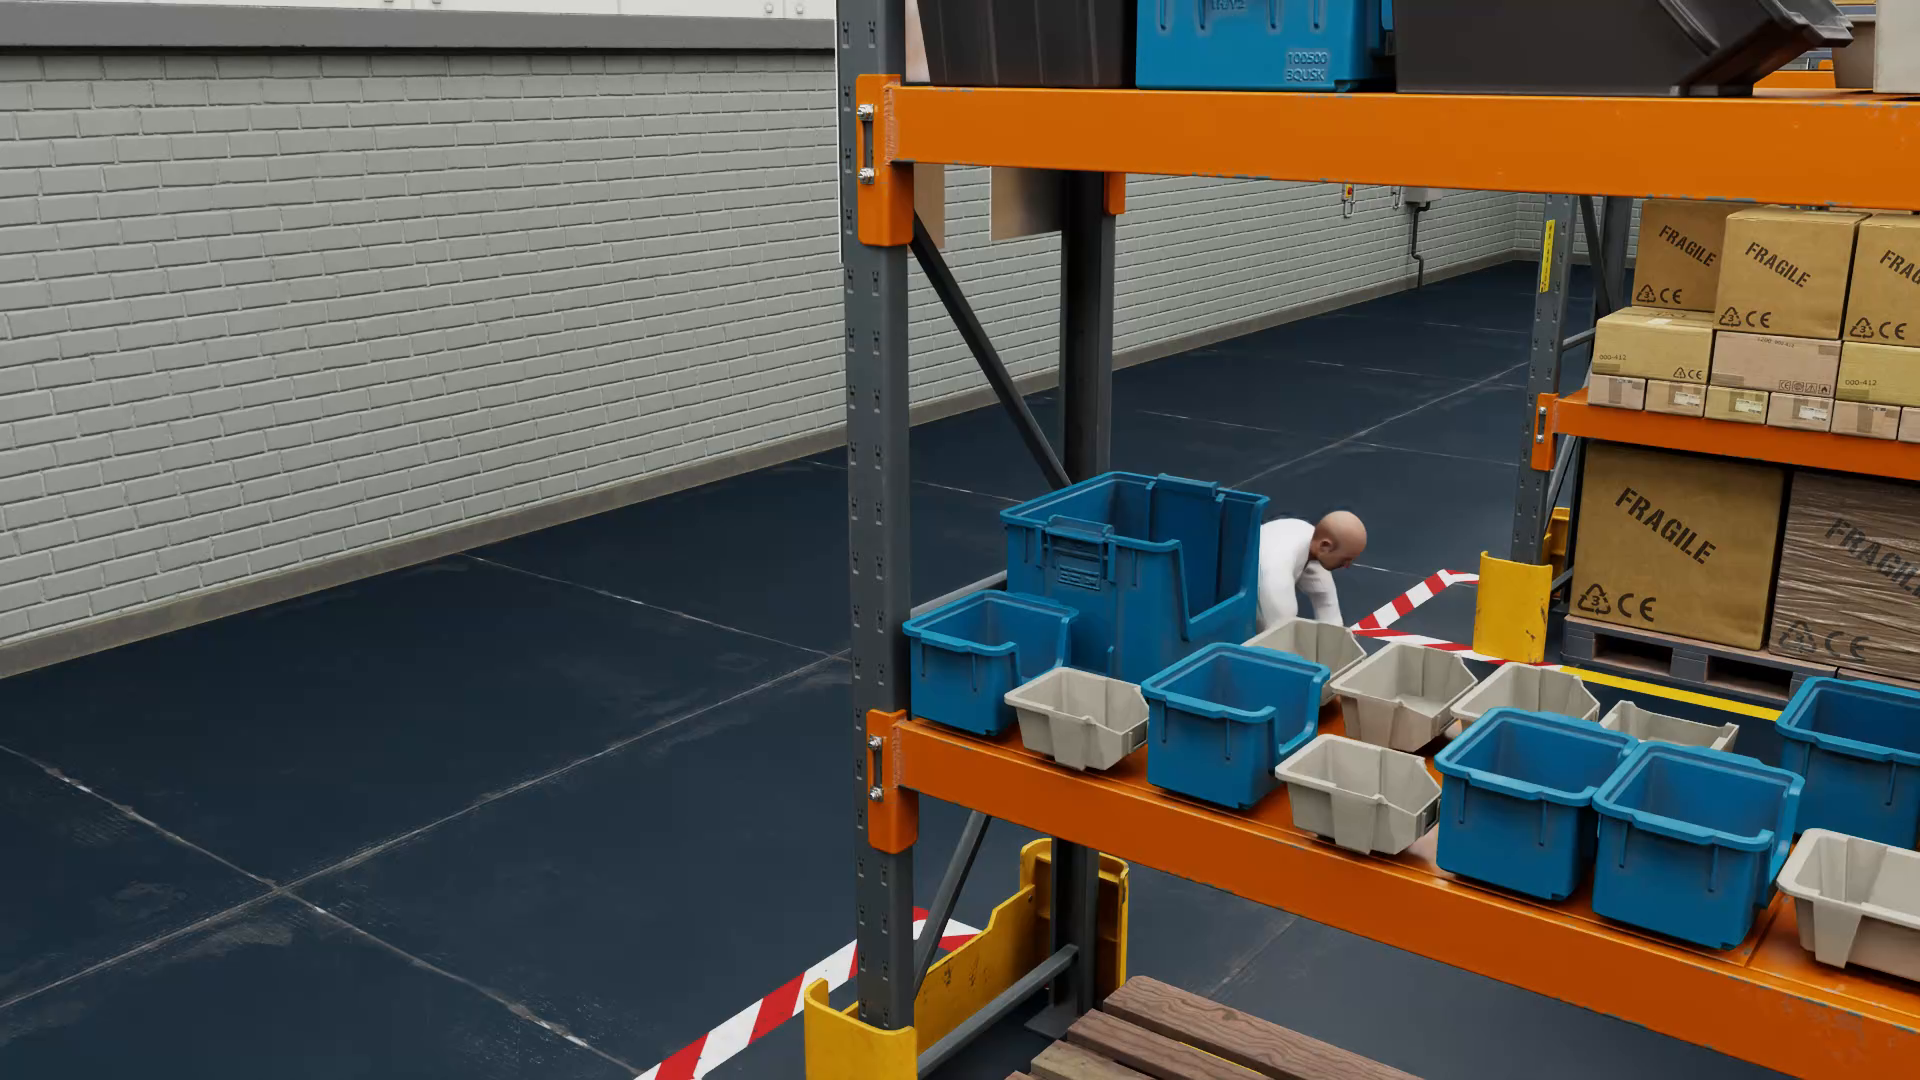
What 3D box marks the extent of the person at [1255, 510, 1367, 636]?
[{"bbox_3d":[1.277,0.369,7.014,0.867,1.099,0.617,12,20,35],"label":"person"}]
